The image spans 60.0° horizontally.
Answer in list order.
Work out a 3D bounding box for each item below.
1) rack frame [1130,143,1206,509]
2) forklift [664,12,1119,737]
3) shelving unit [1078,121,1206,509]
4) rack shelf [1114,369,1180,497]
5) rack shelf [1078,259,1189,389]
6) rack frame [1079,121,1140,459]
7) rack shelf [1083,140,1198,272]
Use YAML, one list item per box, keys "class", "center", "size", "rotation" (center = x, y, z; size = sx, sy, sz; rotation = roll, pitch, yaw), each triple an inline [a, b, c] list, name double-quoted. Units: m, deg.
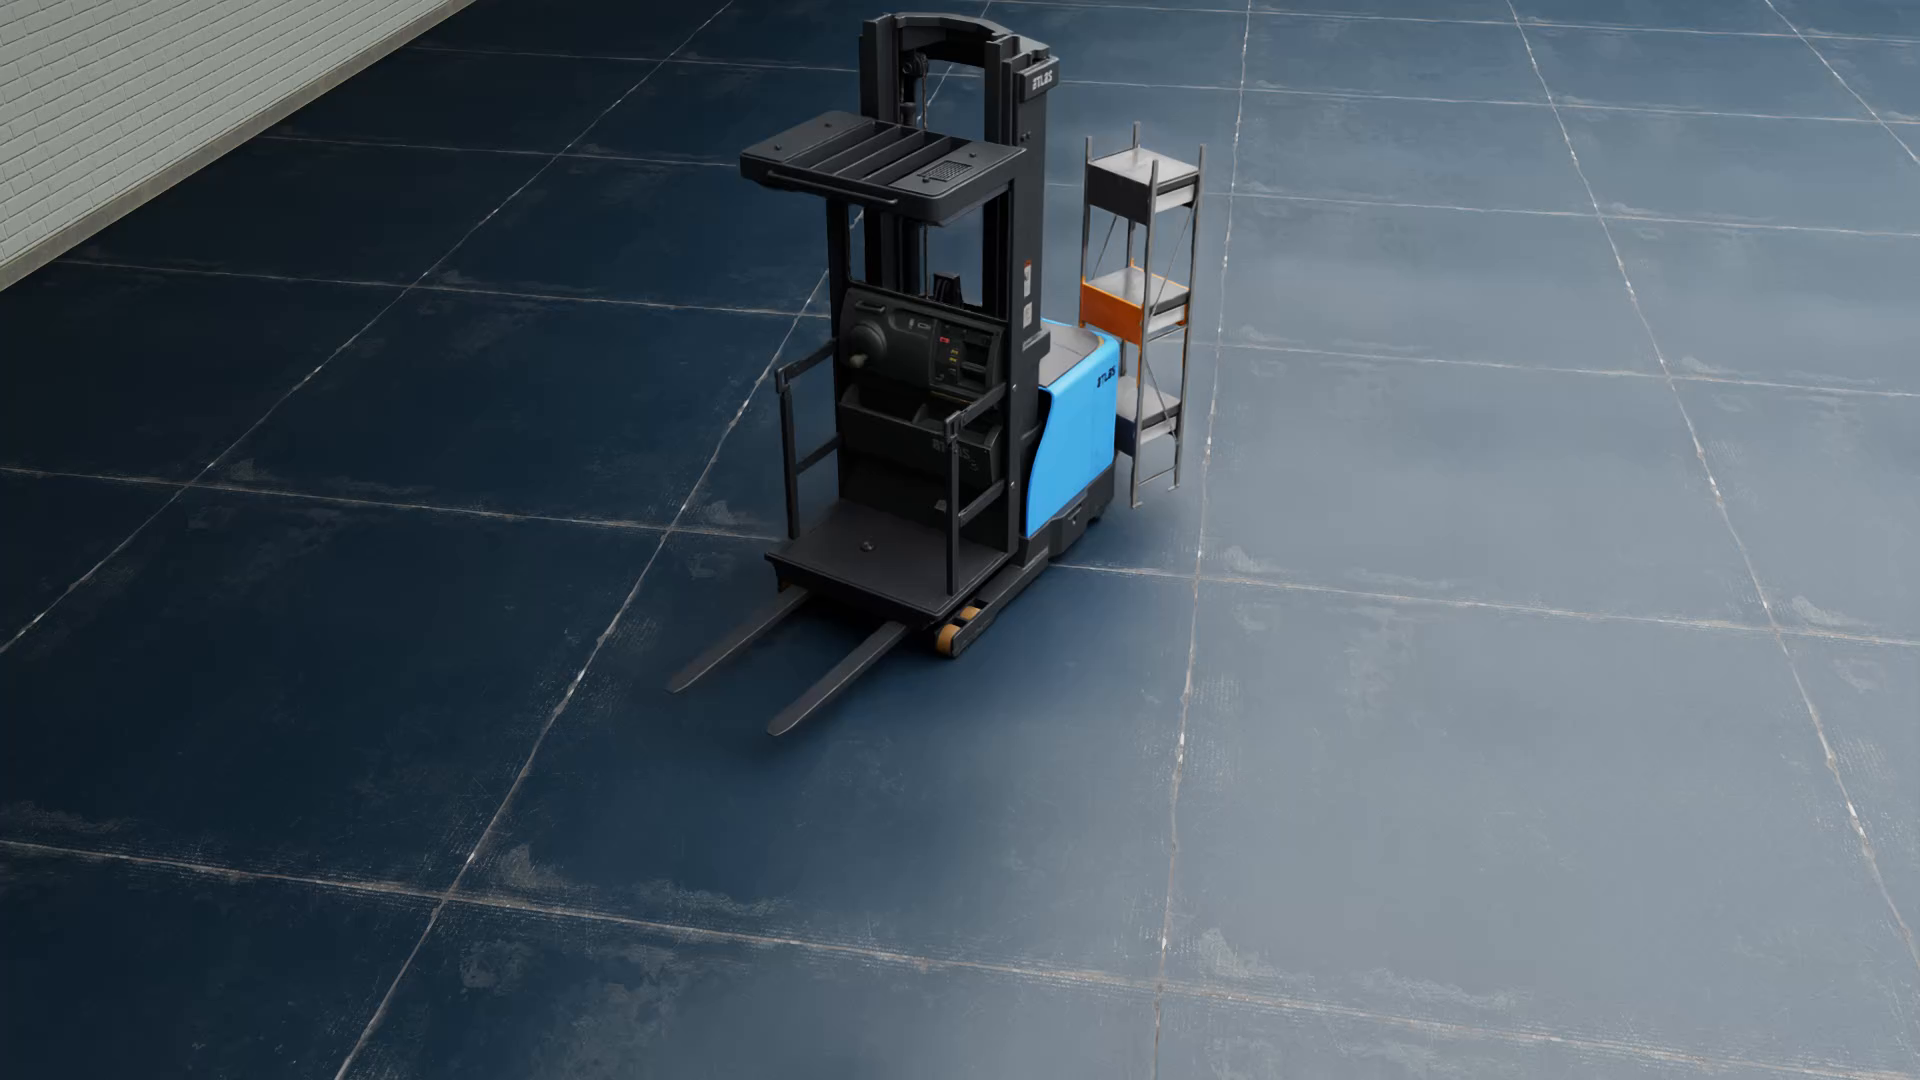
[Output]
- class: "rack frame"
  center: [1.152, -1.144, 9.271]
  size: [0.400, 2.100, 0.015]
  rotation: [-25, 39, -33]
- class: "forklift"
  center: [-0.315, -0.931, 8.148]
  size: [1.130, 2.935, 3.031]
  rotation: [19, 37, 27]
- class: "shelving unit"
  center: [0.993, -1.242, 9.428]
  size: [0.431, 2.100, 0.503]
  rotation: [-25, 39, -33]
- class: "rack shelf"
  center: [0.994, -0.637, 9.807]
  size: [0.431, 0.518, 0.480]
  rotation: [-25, 39, -33]
- class: "rack shelf"
  center: [0.993, -1.230, 9.435]
  size: [0.431, 0.518, 0.480]
  rotation: [-25, 39, -33]
- class: "rack frame"
  center: [0.834, -1.340, 9.585]
  size: [0.400, 2.100, 0.015]
  rotation: [-25, 39, -33]
- class: "rack shelf"
  center: [0.993, -1.824, 9.064]
  size: [0.431, 0.518, 0.480]
  rotation: [-25, 39, -33]
